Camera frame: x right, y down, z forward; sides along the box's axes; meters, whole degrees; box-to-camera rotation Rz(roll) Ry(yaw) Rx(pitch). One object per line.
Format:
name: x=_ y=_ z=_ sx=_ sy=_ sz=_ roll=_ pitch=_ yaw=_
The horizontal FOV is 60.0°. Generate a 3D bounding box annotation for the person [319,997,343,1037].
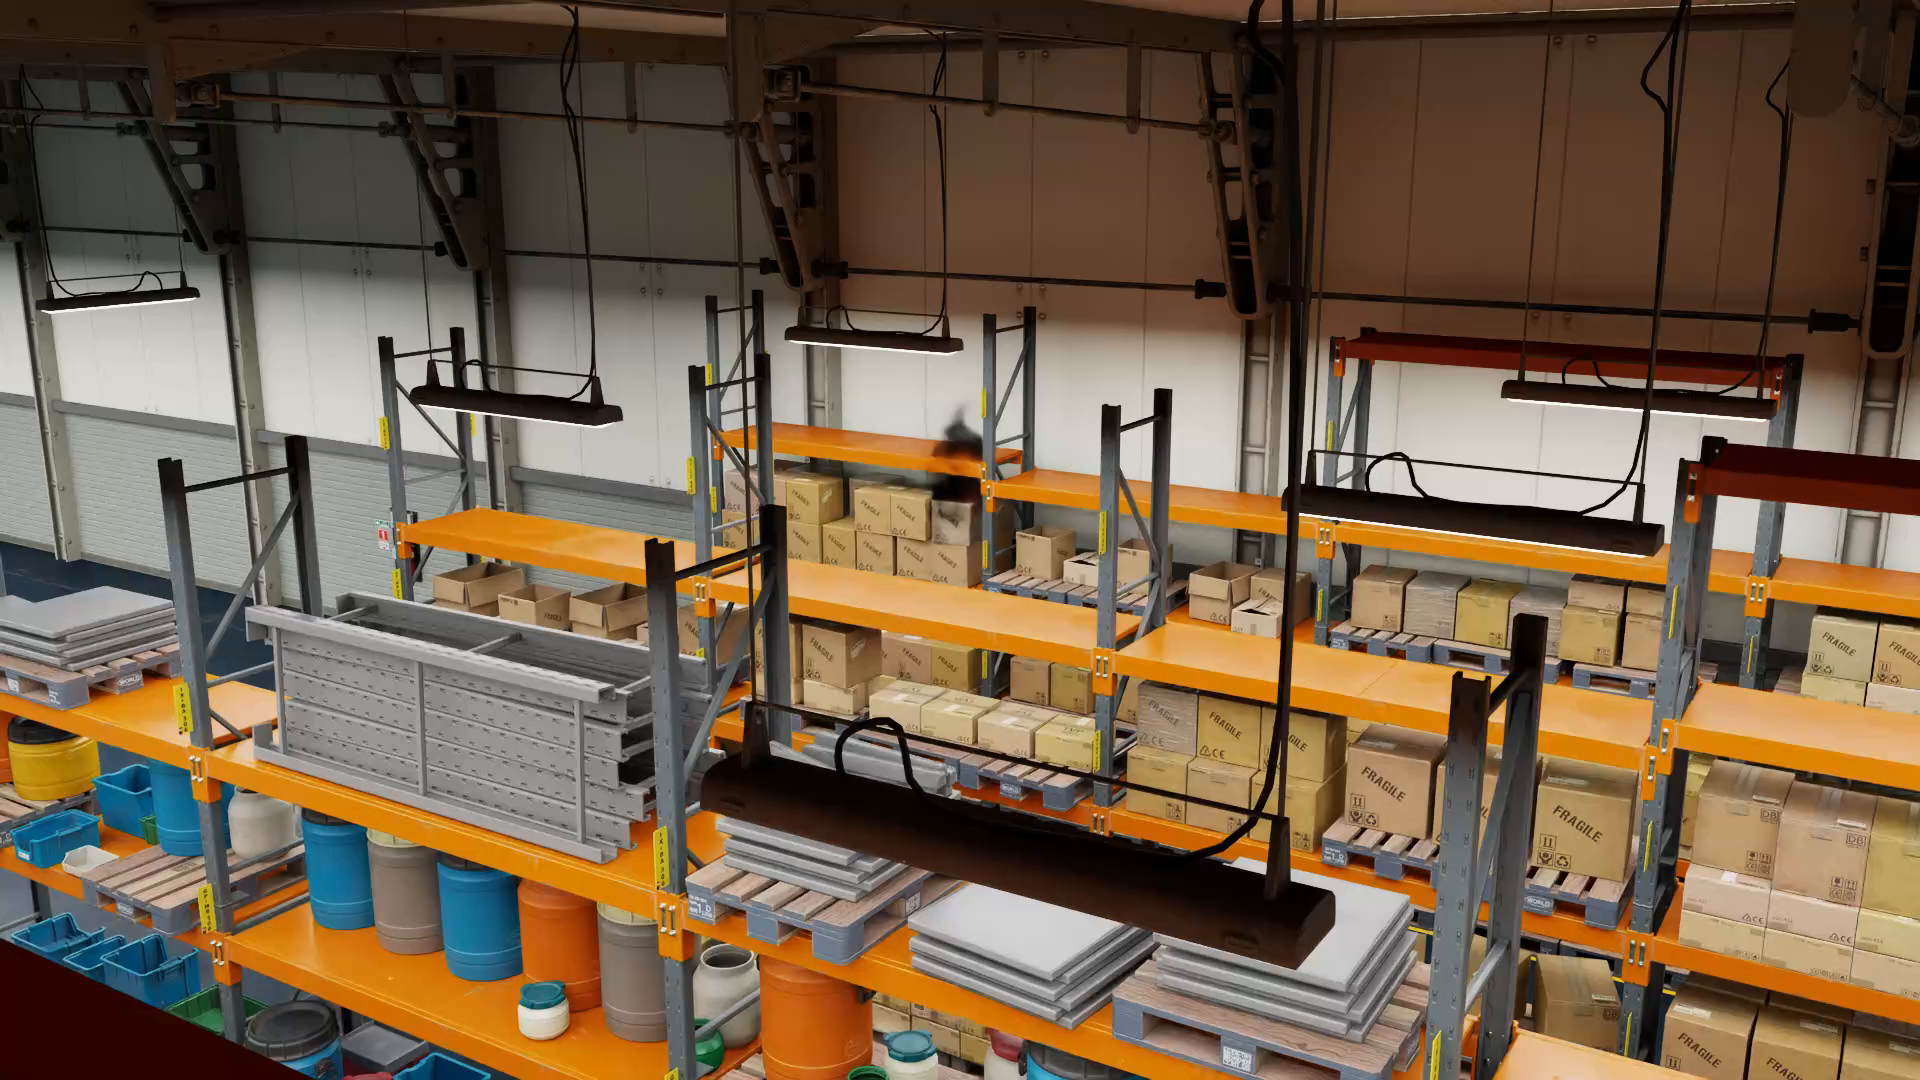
person: x=-5.223 y=3.866 z=14.118 sx=0.832 sy=1.665 sz=0.626 roll=9 pitch=16 yaw=32

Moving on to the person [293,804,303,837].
person: x=-7.222 y=2.764 z=18.532 sx=0.549 sy=1.726 sz=0.676 roll=-7 pitch=15 yaw=-26
